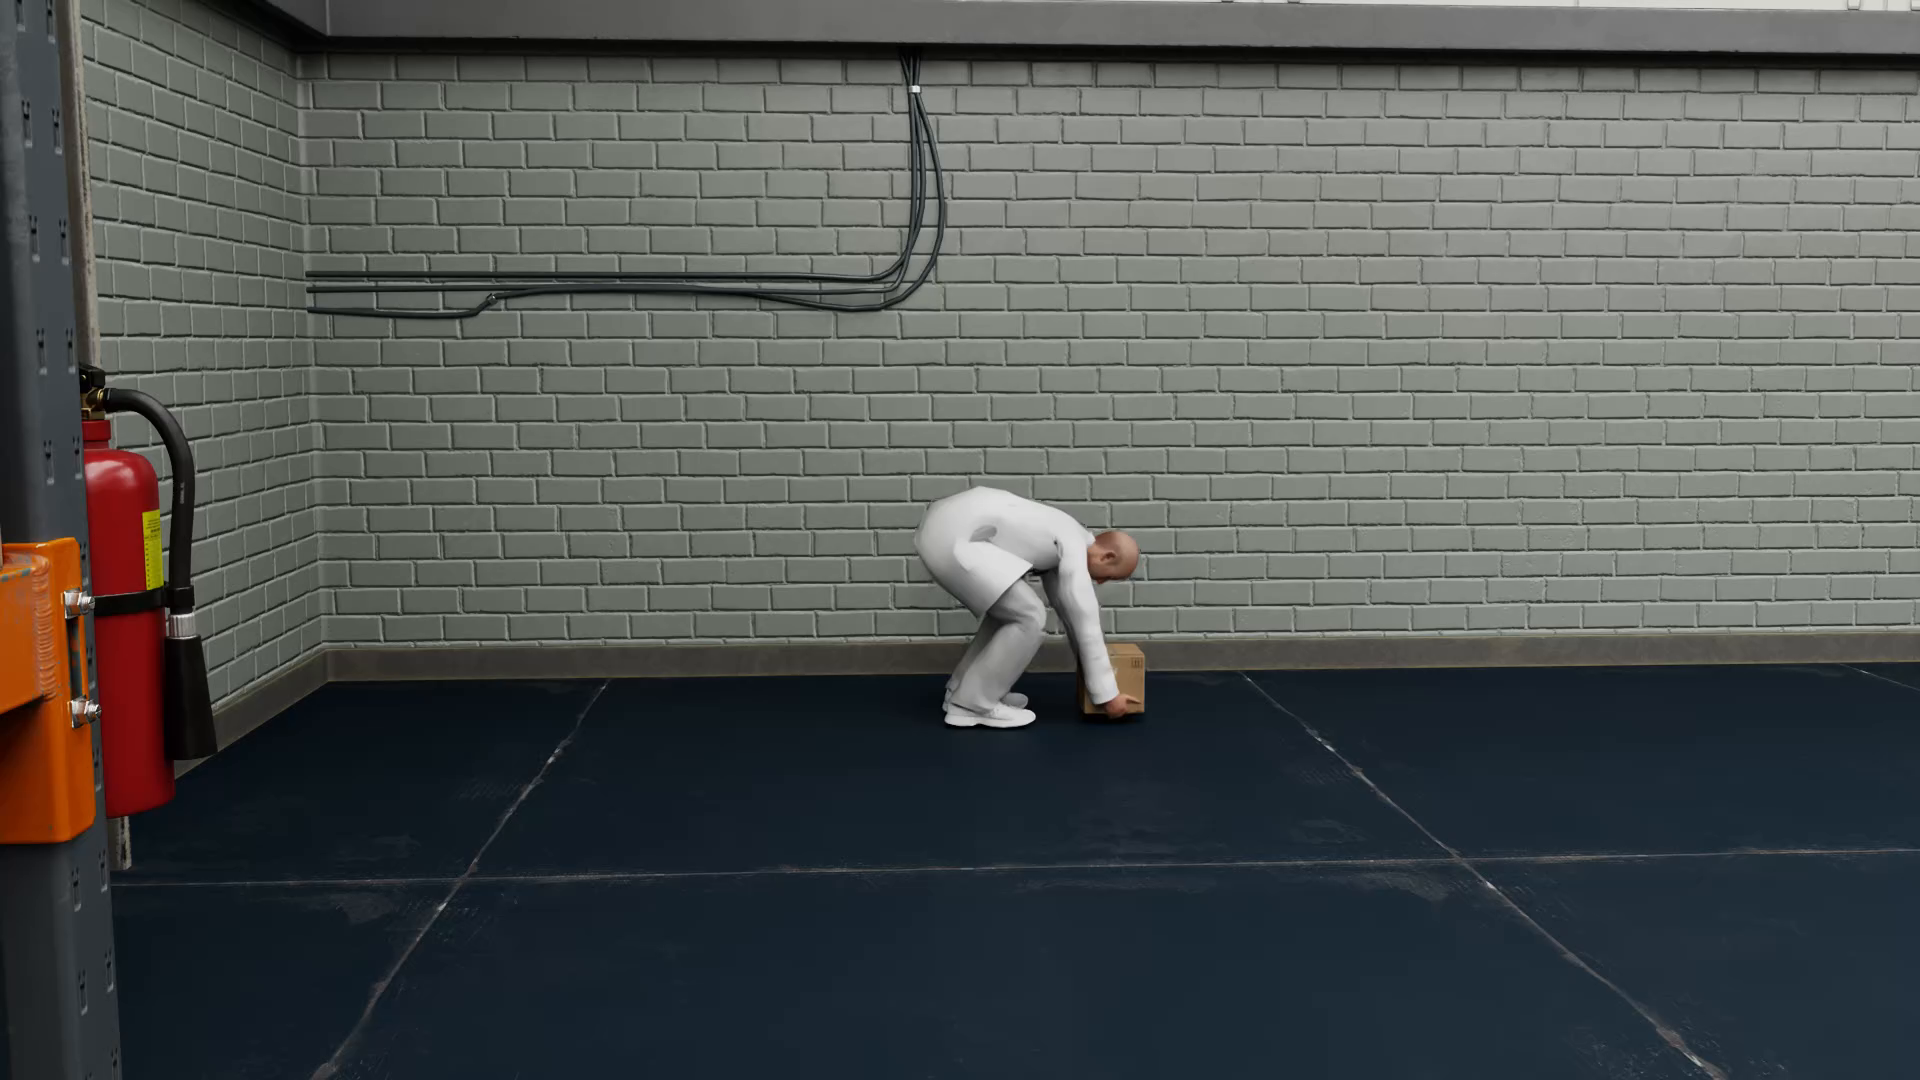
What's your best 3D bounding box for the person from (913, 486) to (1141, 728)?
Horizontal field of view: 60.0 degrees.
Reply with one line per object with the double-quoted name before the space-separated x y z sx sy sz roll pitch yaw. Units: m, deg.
"person" 0.281 0.264 6.948 0.944 0.981 0.593 -1 7 -6
